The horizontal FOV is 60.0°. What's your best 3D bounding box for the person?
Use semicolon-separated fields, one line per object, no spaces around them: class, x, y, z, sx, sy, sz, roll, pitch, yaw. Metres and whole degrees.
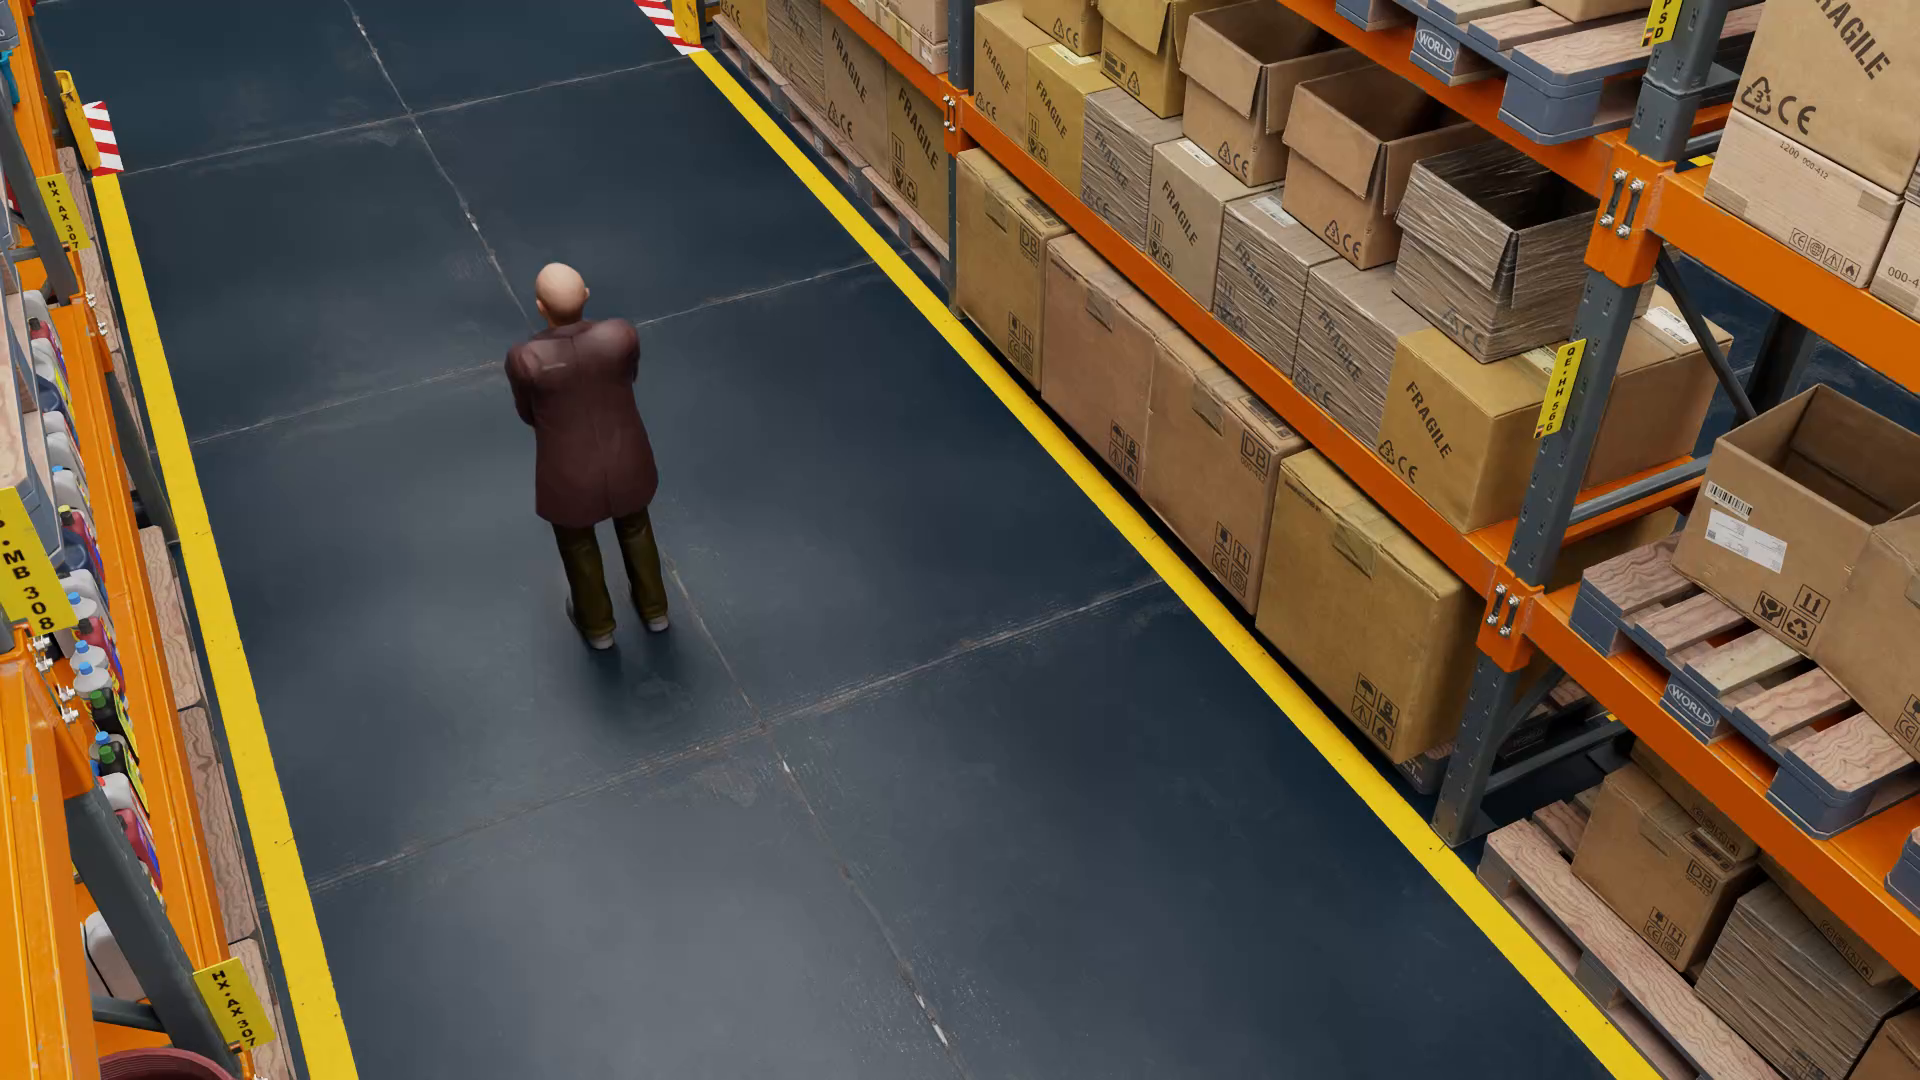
person;-1.500;-0.386;6.620;0.524;1.779;0.545;-19;44;-21
